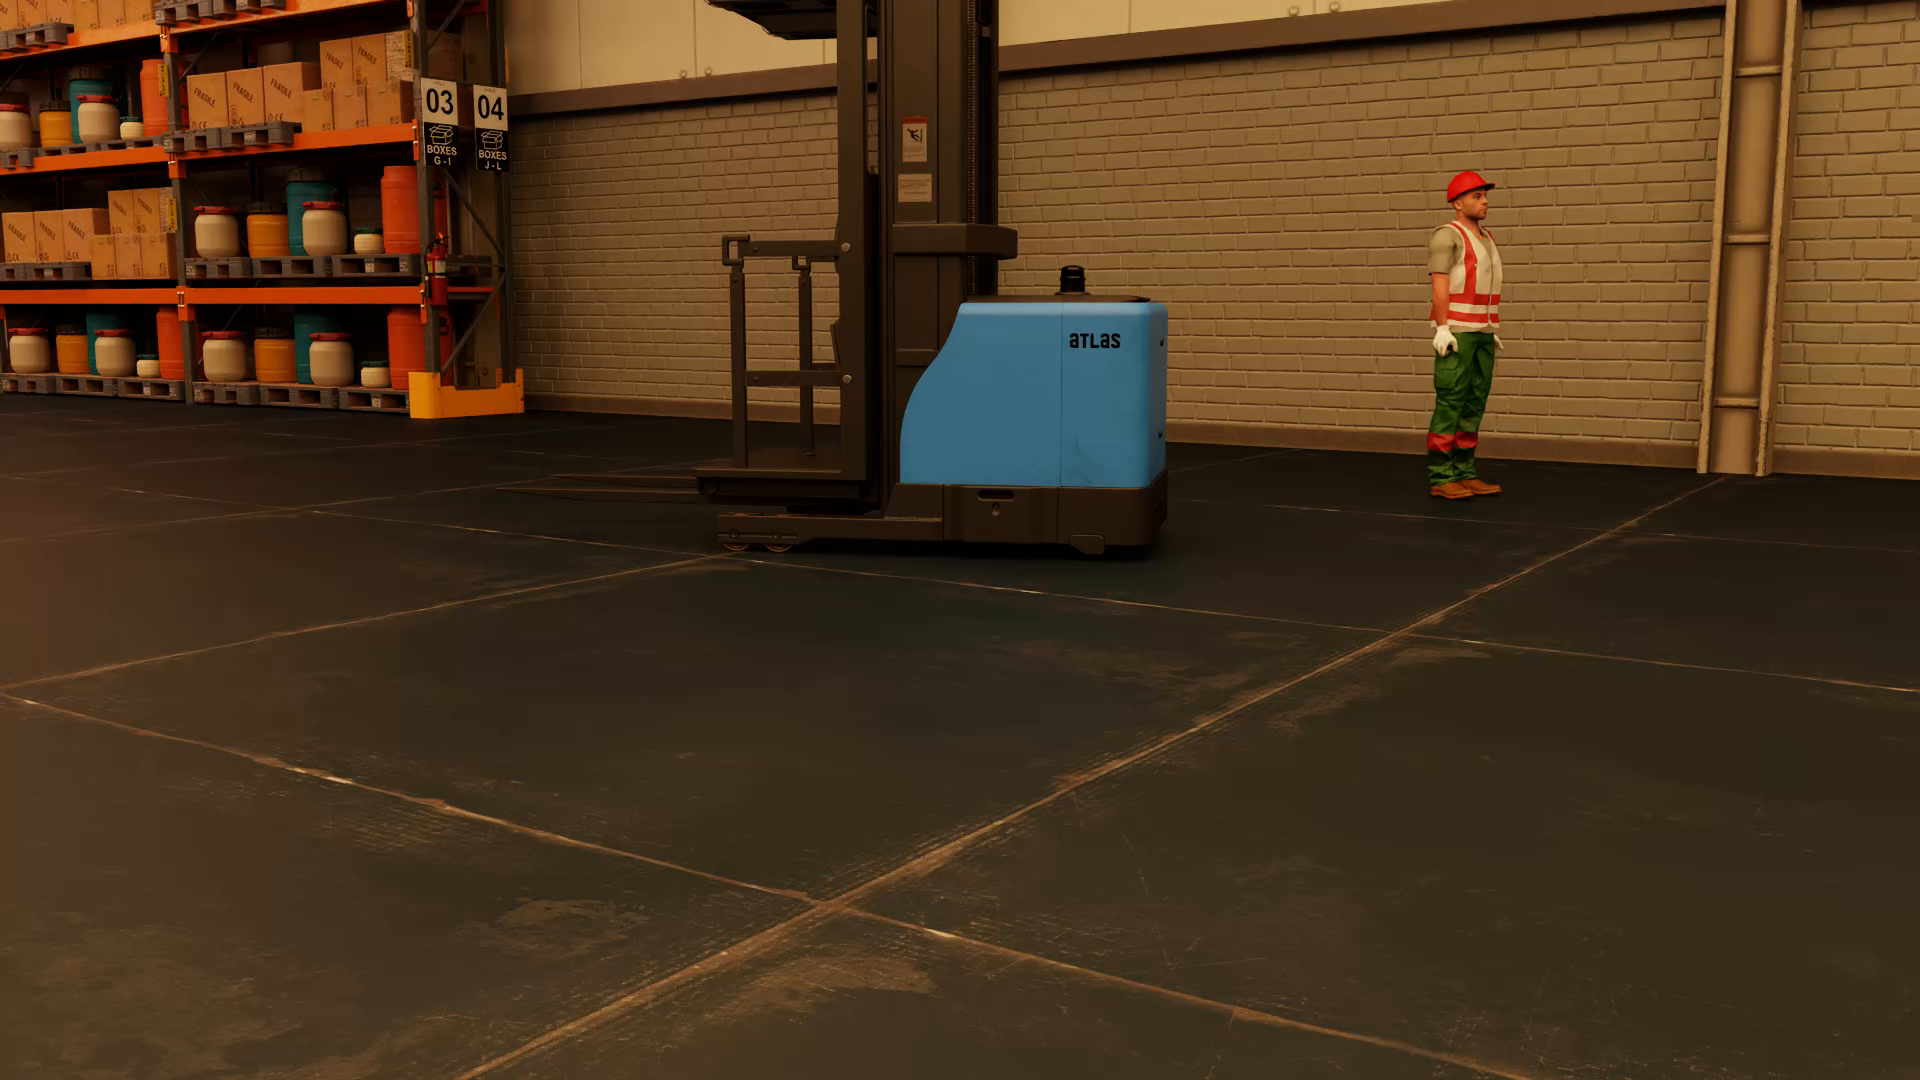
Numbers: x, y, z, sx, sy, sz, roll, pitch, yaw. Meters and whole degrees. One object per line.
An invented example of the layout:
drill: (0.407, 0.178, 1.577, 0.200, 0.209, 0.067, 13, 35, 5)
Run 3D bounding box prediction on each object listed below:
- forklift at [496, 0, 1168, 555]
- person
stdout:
forklift: (-0.596, -1.469, 7.520, 3.031, 2.935, 1.130, 2, 8, 12)
person: (2.826, -1.136, 9.236, 0.535, 1.794, 0.374, -7, 11, -41)
